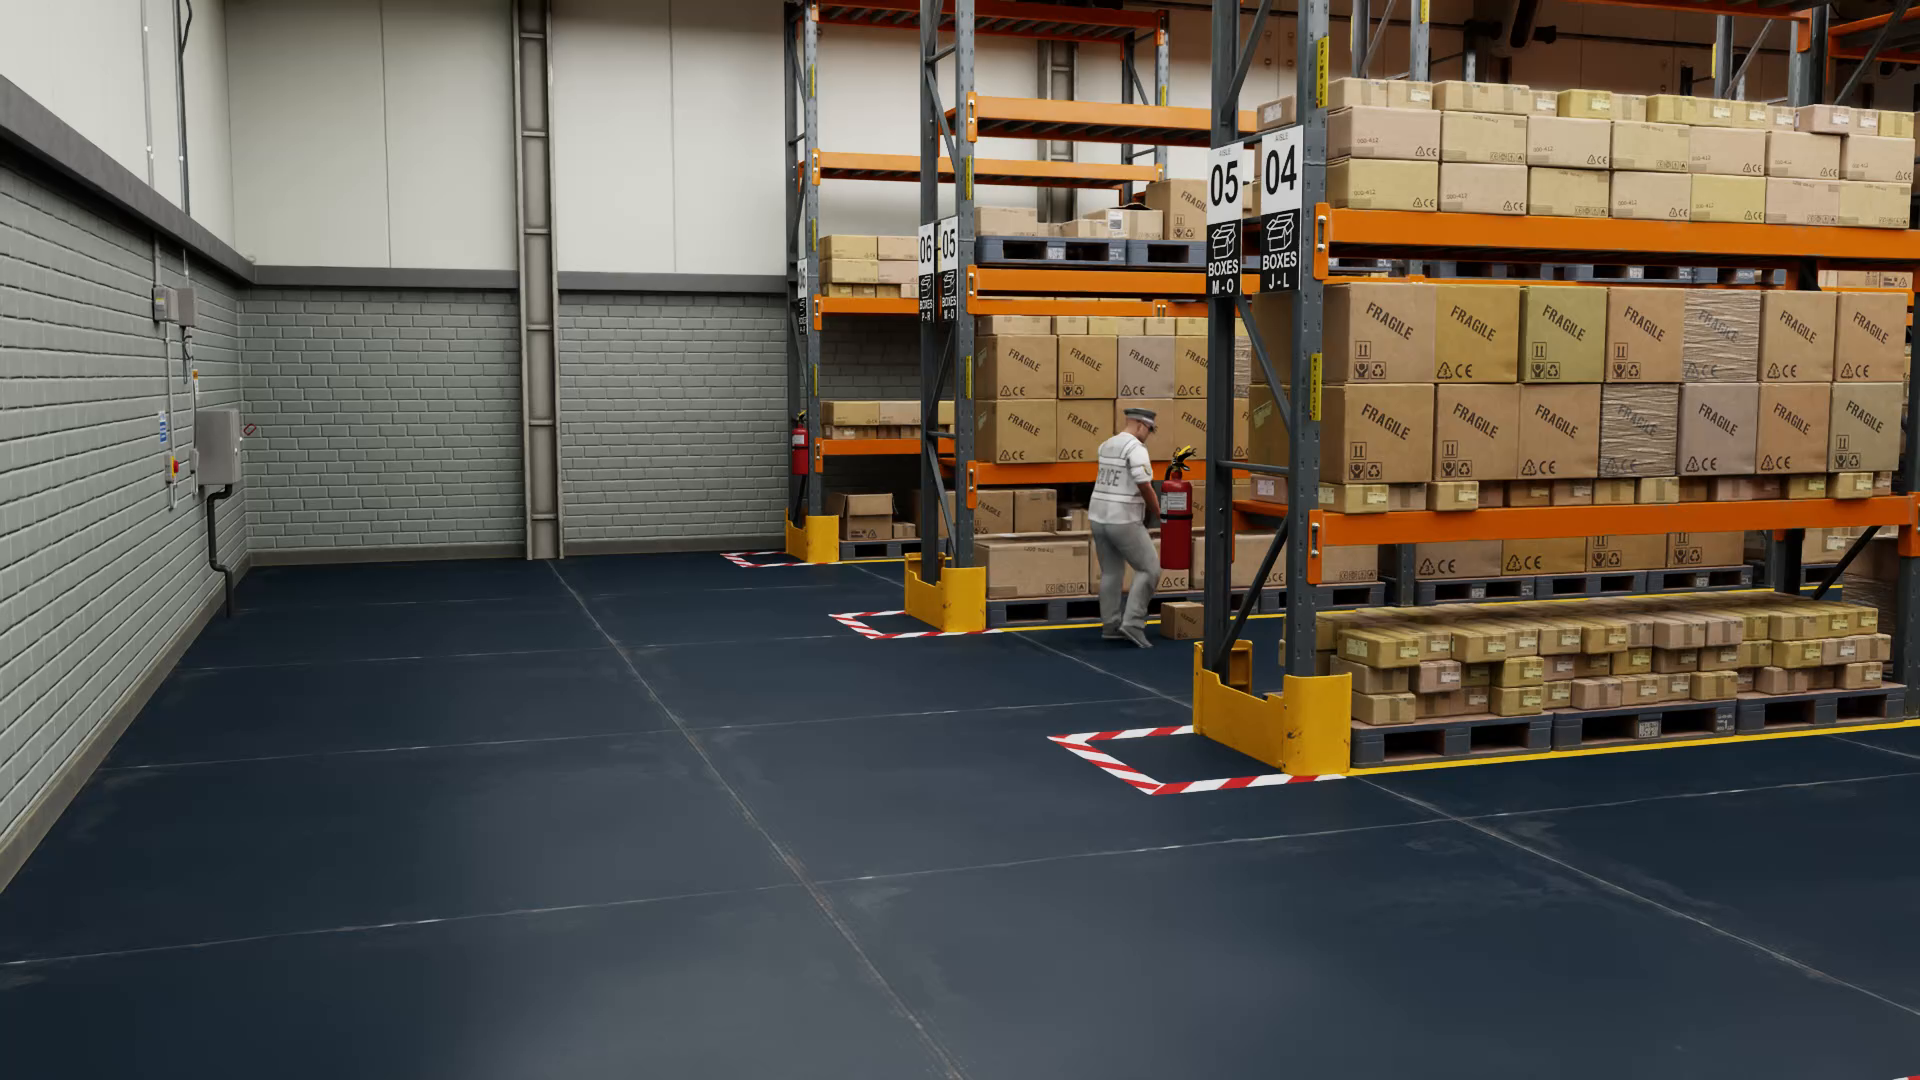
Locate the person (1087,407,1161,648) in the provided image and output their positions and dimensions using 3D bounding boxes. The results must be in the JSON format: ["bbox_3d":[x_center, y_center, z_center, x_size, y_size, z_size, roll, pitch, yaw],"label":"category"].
[{"bbox_3d":[1.263,-0.074,12.338,0.595,1.801,0.551,-3,7,-29],"label":"person"}]
